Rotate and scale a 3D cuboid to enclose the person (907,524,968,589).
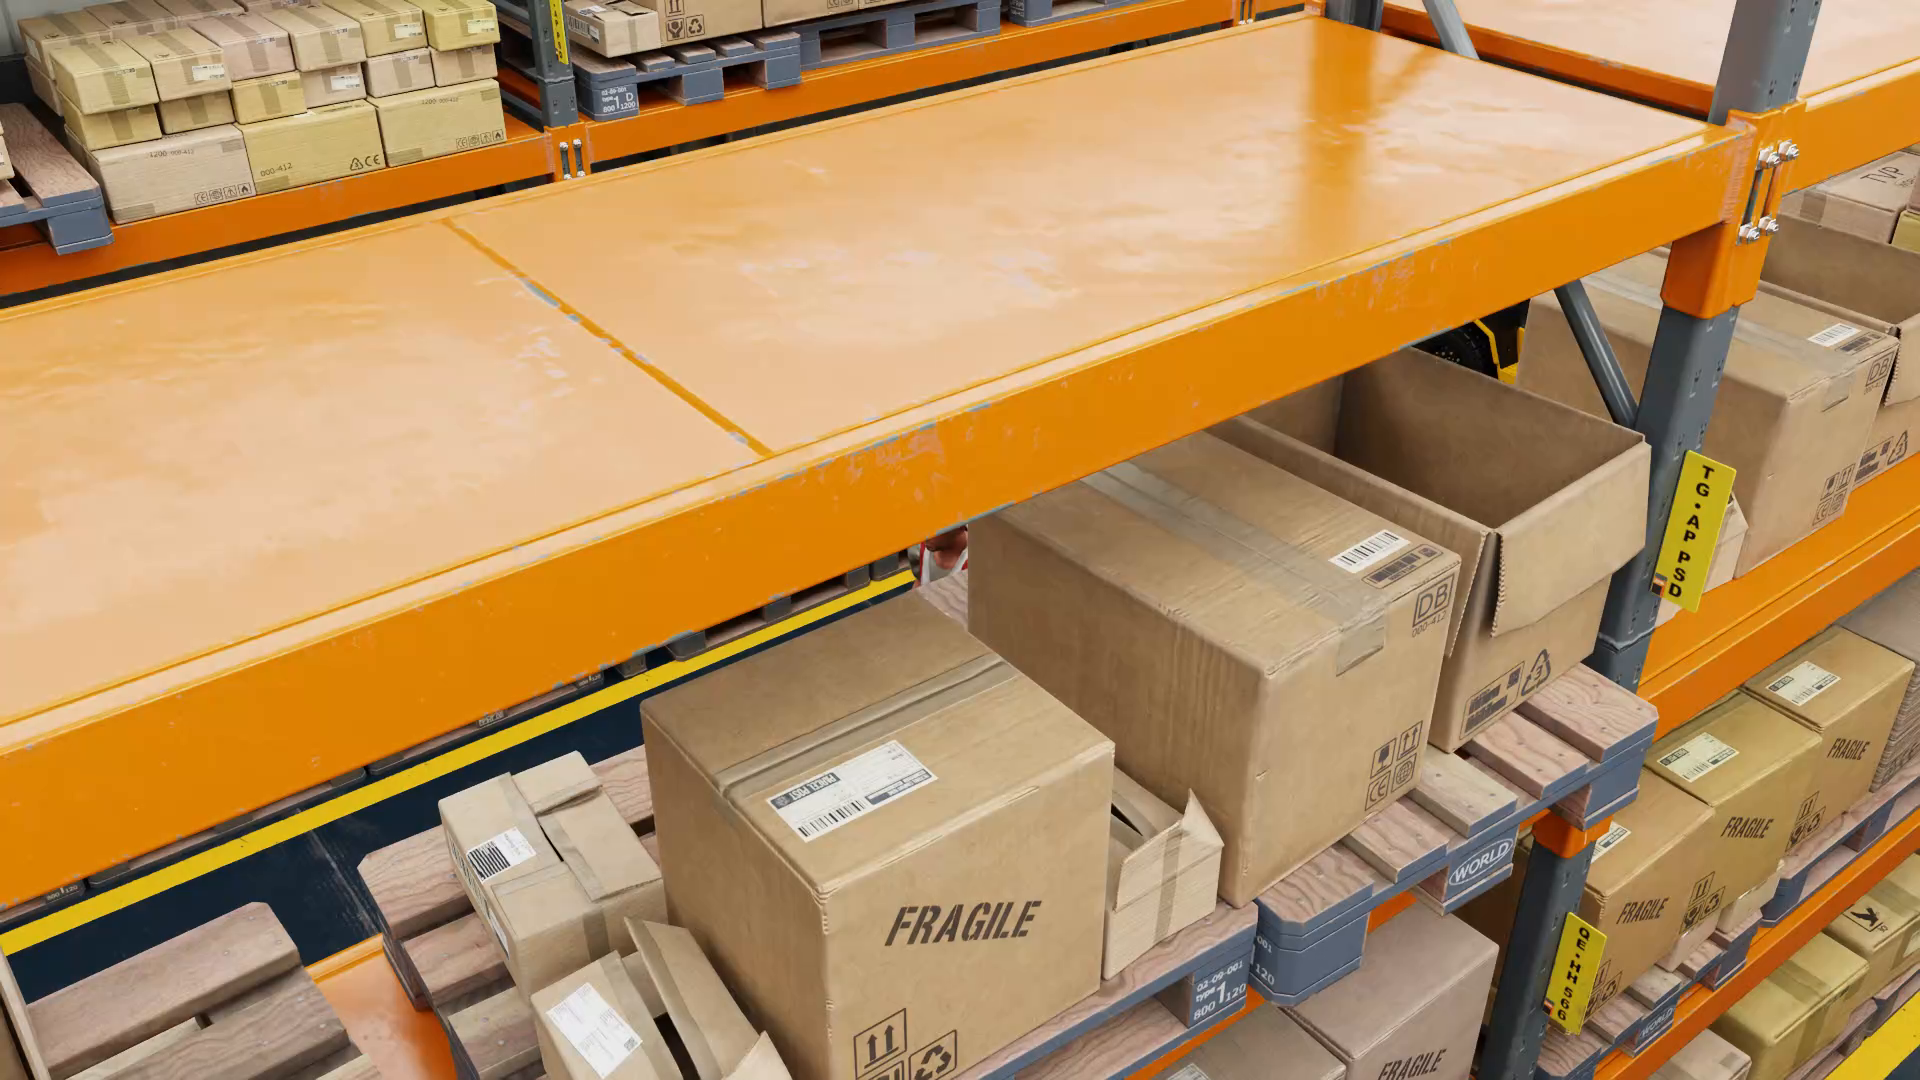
[{"bbox_3d":[-0.034,0.504,6.975,0.452,1.778,0.613,-25,40,-34],"label":"person"}]
